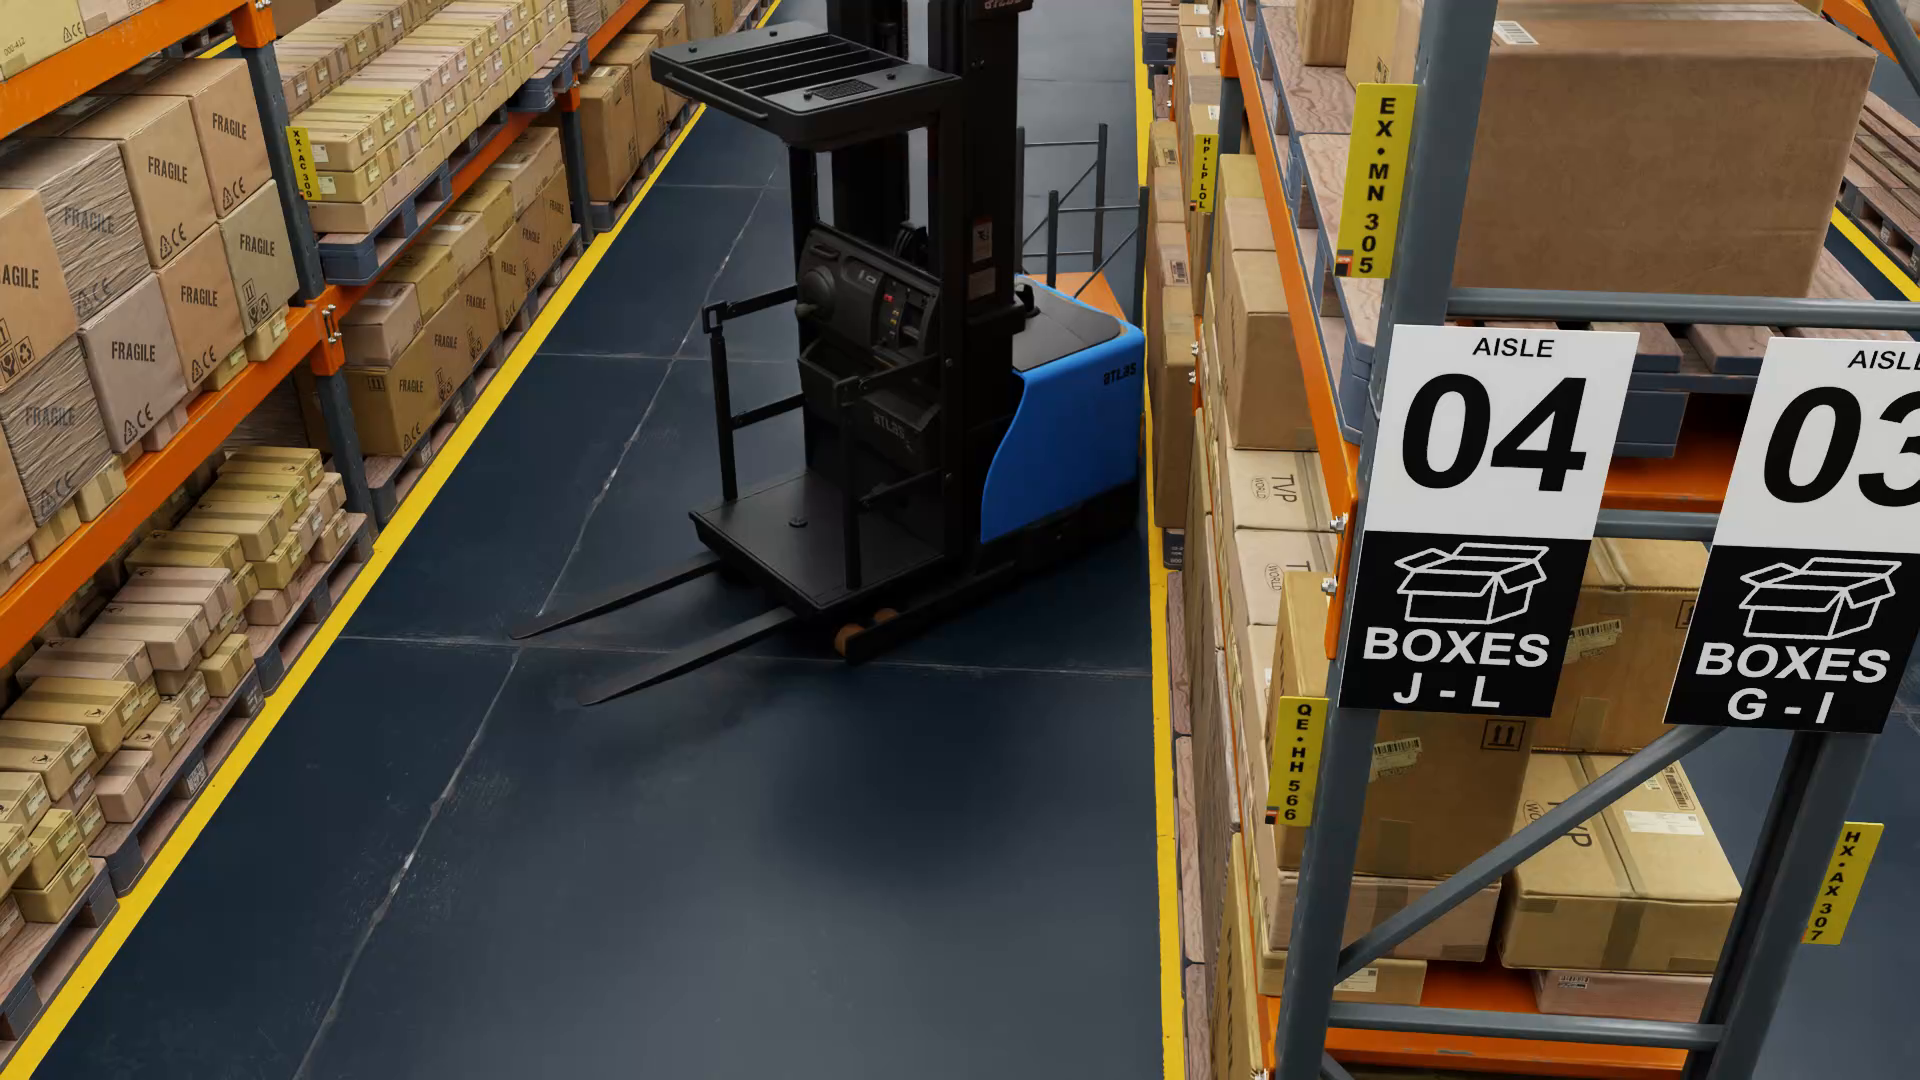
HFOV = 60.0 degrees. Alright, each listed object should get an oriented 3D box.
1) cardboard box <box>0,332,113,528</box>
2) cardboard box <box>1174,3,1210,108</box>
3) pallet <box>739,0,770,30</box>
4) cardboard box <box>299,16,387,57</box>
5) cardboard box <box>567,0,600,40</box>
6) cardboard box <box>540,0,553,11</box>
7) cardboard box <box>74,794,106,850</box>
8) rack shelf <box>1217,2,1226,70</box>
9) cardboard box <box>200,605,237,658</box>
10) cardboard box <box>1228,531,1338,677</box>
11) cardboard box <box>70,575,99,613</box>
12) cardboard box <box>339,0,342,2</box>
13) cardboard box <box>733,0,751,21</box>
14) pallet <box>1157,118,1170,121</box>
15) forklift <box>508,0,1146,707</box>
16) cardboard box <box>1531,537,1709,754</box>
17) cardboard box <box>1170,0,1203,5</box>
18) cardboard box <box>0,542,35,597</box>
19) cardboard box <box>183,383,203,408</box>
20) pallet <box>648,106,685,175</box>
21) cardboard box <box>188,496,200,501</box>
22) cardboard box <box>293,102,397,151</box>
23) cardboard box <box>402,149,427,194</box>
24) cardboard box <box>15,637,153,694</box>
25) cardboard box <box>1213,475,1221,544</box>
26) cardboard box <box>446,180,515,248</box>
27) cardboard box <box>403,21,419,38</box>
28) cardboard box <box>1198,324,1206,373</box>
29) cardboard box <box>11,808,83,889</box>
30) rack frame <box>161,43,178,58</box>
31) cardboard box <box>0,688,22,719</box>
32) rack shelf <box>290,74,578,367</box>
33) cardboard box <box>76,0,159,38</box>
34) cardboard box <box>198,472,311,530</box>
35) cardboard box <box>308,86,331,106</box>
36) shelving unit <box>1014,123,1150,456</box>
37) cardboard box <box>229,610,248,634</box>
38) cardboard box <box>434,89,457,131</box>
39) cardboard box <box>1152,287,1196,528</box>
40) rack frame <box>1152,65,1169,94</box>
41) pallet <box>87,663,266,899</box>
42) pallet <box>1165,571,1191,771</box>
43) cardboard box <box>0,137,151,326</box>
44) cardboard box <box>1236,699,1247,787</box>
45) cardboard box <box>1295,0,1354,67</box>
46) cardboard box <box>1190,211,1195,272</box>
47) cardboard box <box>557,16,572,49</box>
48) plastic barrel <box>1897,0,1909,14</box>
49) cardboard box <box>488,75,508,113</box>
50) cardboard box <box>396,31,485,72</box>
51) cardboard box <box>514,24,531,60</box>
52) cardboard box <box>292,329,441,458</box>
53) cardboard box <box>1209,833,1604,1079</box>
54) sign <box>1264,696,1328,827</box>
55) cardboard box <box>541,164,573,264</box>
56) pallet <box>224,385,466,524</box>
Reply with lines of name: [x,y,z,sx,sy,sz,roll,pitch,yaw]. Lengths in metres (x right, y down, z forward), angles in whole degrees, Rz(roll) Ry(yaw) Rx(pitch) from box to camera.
cardboard box: [-3.301,-0.388,5.642,0.500,0.500,0.500,2,32,3]
cardboard box: [1.557,-2.912,10.020,0.500,0.500,0.500,3,32,5]
pallet: [-2.505,-5.315,16.673,1.003,0.211,1.213,2,32,4]
cardboard box: [-3.404,-2.781,9.175,0.380,0.149,0.250,3,32,5]
cardboard box: [-2.762,-3.642,11.205,0.500,0.500,0.500,3,32,5]
cardboard box: [-2.673,-3.294,10.008,0.380,0.149,0.250,2,32,3]
cardboard box: [-3.348,1.045,6.013,0.380,0.149,0.250,3,32,4]
rack shelf: [1.705,-3.036,8.145,1.077,0.370,4.000,2,32,4]
cardboard box: [-3.235,0.346,6.863,0.380,0.149,0.250,3,32,5]
cardboard box: [1.074,0.213,4.905,0.500,0.250,0.500,1,32,2]
cardboard box: [-3.781,0.211,6.798,0.380,0.149,0.250,3,32,5]
cardboard box: [-6.240,-5.065,15.991,0.500,0.500,0.500,27,41,37]
cardboard box: [-2.551,-5.539,16.005,0.875,0.875,0.875,3,32,4]
pallet: [2.035,-2.969,12.867,1.003,0.211,1.213,2,32,4]
forklift: [-0.570,-1.023,7.117,3.031,2.935,1.130,-23,39,-33]
cardboard box: [1.565,0.189,4.229,0.500,0.500,0.500,2,32,3]
cardboard box: [1.818,-3.913,11.245,0.700,0.500,0.500,7,32,11]
cardboard box: [-3.332,0.075,5.508,0.380,0.149,0.250,2,32,3]
cardboard box: [-3.266,-0.610,6.620,0.380,0.149,0.250,2,32,3]
pallet: [-2.826,-3.234,13.297,1.003,0.211,1.213,2,32,4]
cardboard box: [-3.742,-0.200,7.750,0.380,0.149,0.250,4,32,6]
cardboard box: [-2.886,-1.942,7.814,0.380,0.149,0.250,3,32,5]
cardboard box: [-2.862,-1.819,8.181,0.380,0.149,0.250,3,32,4]
cardboard box: [-3.325,0.505,6.322,0.380,0.149,0.250,3,32,4]
cardboard box: [1.081,-0.095,5.784,0.380,0.149,0.250,3,32,5]
cardboard box: [-2.949,-1.912,9.760,0.500,0.250,0.500,3,32,5]
cardboard box: [-3.366,-2.917,9.680,0.380,0.149,0.250,3,32,4]
cardboard box: [1.186,-0.772,6.884,0.380,0.149,0.250,3,32,4]
cardboard box: [-3.281,1.050,5.720,0.380,0.149,0.250,3,32,6]
rack frame: [-7.684,-5.626,14.521,1.000,3.000,0.127,2,32,4]
cardboard box: [-3.856,0.606,6.442,0.380,0.149,0.250,3,32,4]
rack shelf: [-3.230,-2.024,9.361,1.077,0.370,4.000,2,32,4]
cardboard box: [-3.216,-1.969,5.870,0.500,0.250,0.500,2,32,4]
cardboard box: [-3.144,-0.171,7.418,0.380,0.149,0.250,3,32,5]
cardboard box: [-3.474,-2.246,8.591,0.380,0.149,0.250,1,32,1]
shelving unit: [0.623,-1.351,9.013,0.587,1.500,1.083,-4,32,-6]
cardboard box: [-3.290,0.376,7.098,0.380,0.149,0.250,2,32,3]
cardboard box: [-2.823,-2.217,8.544,0.380,0.149,0.250,4,32,6]
cardboard box: [1.574,-0.630,8.038,1.225,0.875,0.875,3,32,4]
rack frame: [2.193,-5.203,13.834,1.000,3.000,0.127,2,32,4]
pallet: [-3.509,0.895,6.597,1.003,0.211,1.213,2,32,4]
pallet: [1.402,0.562,7.138,1.003,0.211,1.213,2,32,4]
cardboard box: [-3.255,-1.085,5.819,0.500,0.500,0.500,3,32,5]
cardboard box: [0.980,0.580,4.689,0.380,0.149,0.250,3,32,5]
cardboard box: [1.306,-1.601,4.538,0.700,0.500,0.500,4,32,6]
cardboard box: [1.355,-1.577,7.855,0.500,0.500,0.500,3,32,6]
cardboard box: [-2.650,-3.170,10.375,0.380,0.149,0.250,3,32,5]
plastic barrel: [6.738,-3.949,11.669,0.433,0.535,0.433,0,32,0]
cardboard box: [-2.759,-2.500,9.287,0.380,0.149,0.250,3,32,5]
cardboard box: [-2.780,-2.613,8.904,0.380,0.149,0.250,3,32,5]
cardboard box: [-2.714,-2.889,9.634,0.380,0.149,0.250,3,32,4]
cardboard box: [-3.069,-0.774,8.630,0.500,0.500,0.500,4,32,6]
cardboard box: [1.189,1.459,4.648,0.875,0.875,0.875,2,32,4]
sign: [0.677,0.448,3.335,0.100,0.325,0.005,2,32,4]
cardboard box: [-2.861,-2.136,10.838,0.500,0.500,0.500,2,32,4]
pallet: [-3.331,-0.505,8.868,1.003,0.211,1.213,2,32,4]
